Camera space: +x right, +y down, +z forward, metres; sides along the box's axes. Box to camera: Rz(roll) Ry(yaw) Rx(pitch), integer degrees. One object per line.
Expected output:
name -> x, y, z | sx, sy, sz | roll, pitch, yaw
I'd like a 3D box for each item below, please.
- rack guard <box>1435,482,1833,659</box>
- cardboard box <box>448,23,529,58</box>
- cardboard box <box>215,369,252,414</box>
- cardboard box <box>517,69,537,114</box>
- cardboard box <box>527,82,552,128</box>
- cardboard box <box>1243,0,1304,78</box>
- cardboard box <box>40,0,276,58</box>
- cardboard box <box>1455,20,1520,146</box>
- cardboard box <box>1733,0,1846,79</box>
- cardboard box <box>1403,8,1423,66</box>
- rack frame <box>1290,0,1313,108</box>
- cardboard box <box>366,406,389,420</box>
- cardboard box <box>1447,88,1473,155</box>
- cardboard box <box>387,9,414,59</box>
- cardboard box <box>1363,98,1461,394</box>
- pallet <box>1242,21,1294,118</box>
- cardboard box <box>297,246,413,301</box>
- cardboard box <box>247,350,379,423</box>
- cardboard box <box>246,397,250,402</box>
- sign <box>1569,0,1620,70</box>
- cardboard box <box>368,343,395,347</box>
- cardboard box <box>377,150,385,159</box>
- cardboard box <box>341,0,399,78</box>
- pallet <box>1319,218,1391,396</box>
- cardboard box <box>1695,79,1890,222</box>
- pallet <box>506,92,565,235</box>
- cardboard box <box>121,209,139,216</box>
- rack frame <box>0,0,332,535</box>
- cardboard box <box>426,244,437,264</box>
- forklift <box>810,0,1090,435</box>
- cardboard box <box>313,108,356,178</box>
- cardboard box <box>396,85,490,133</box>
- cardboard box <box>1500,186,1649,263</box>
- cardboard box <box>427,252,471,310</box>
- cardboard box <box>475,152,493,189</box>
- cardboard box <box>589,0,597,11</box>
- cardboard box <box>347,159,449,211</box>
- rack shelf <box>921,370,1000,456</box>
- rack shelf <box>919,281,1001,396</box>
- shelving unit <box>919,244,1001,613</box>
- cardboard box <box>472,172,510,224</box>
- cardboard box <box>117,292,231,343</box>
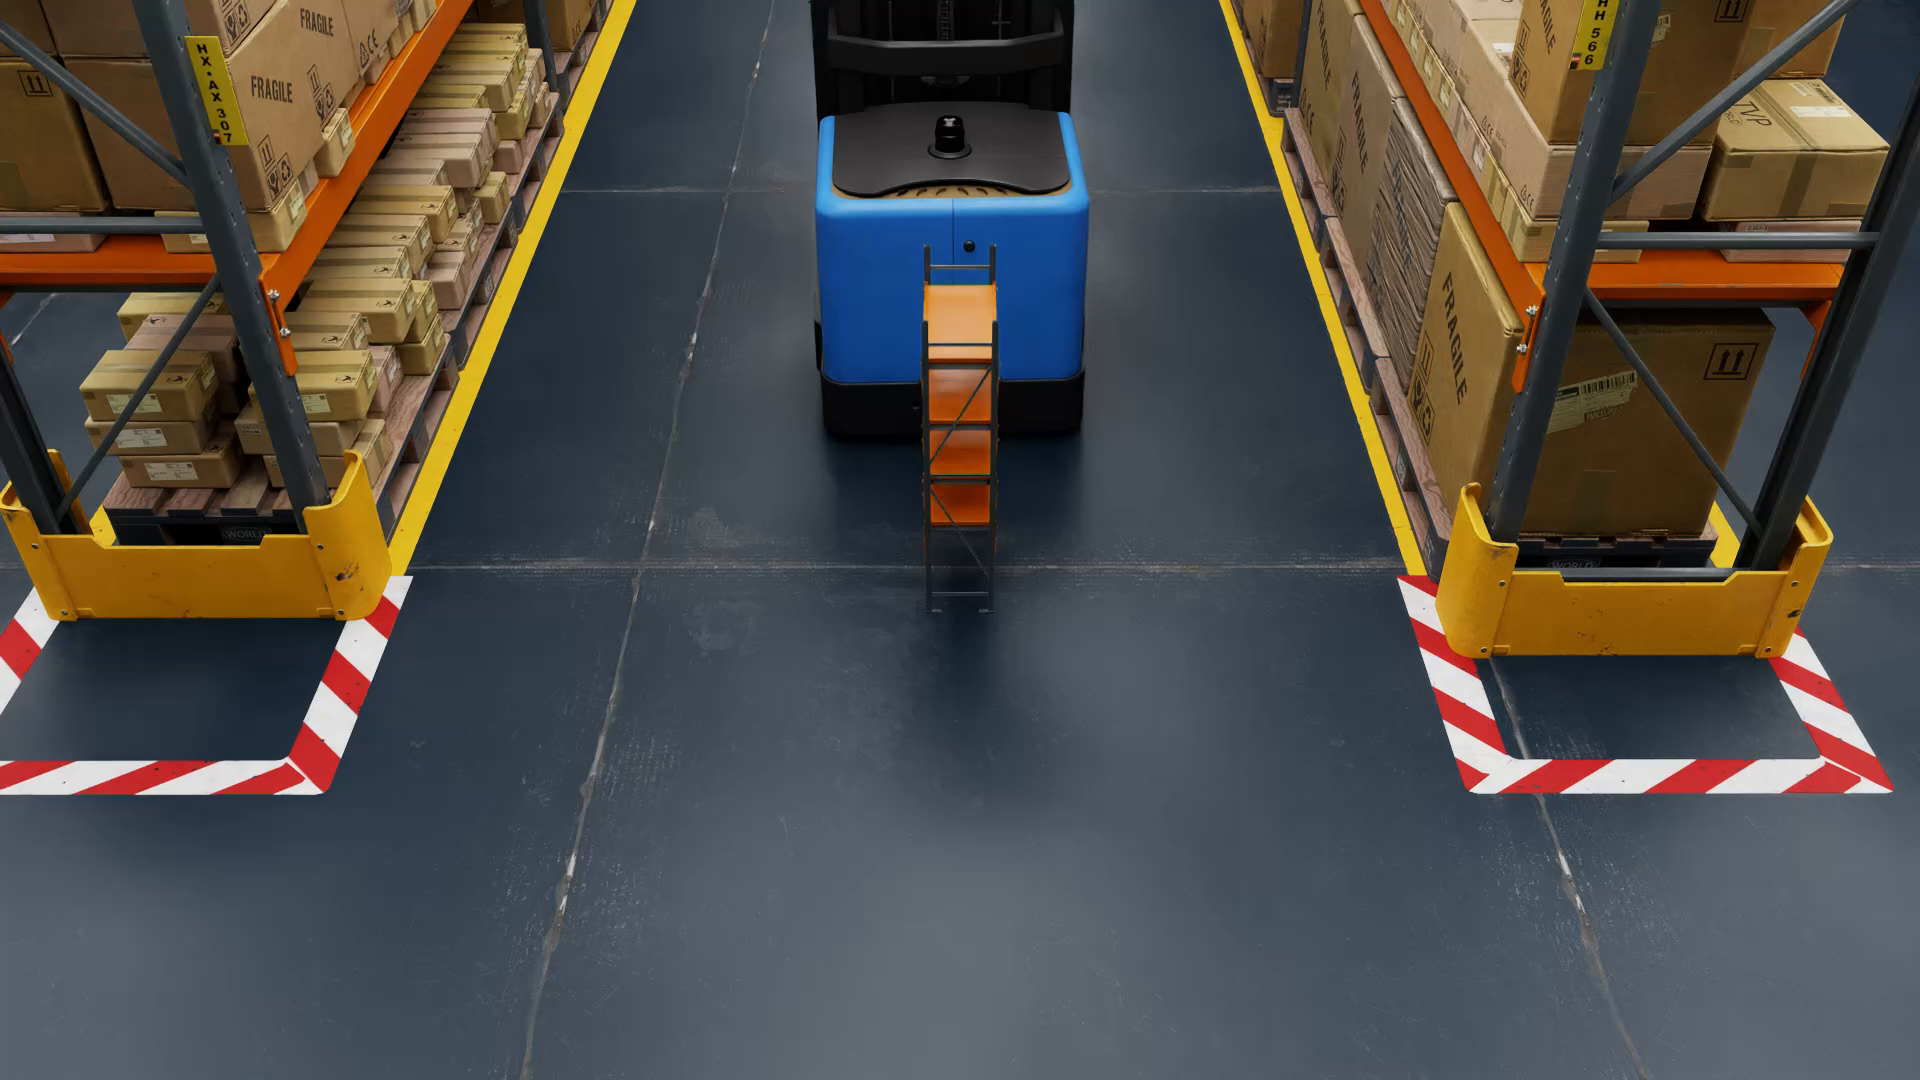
rack guard -> 2.288, 0.106, 5.718 | 1.175, 0.500, 0.348 | 0, 39, 0
cardboard box -> -2.416, -2.507, 8.448 | 0.380, 0.149, 0.250 | 1, 39, 1
cardboard box -> -2.905, -0.605, 6.313 | 0.380, 0.149, 0.250 | -1, 39, -1
cardboard box -> -2.346, -2.247, 8.362 | 0.380, 0.149, 0.250 | -2, 39, -2
cardboard box -> -2.336, -2.252, 8.606 | 0.380, 0.149, 0.250 | 0, 39, 1
cardboard box -> 2.263, -3.121, 9.109 | 1.225, 0.875, 0.875 | 0, 39, 0
cardboard box -> -2.407, -1.771, 4.943 | 0.500, 0.500, 0.500 | 0, 39, 0
cardboard box -> 2.022, -1.562, 5.683 | 0.500, 0.250, 0.500 | -1, 39, -1
cardboard box -> 2.557, -1.848, 5.440 | 0.500, 0.500, 0.500 | -1, 39, -1
cardboard box -> 1.957, -1.965, 6.504 | 0.380, 0.149, 0.250 | 1, 39, 1
rack frame -> 2.283, -3.386, 8.077 | 1.000, 3.000, 0.127 | 0, 39, 0
cardboard box -> -2.435, -0.487, 6.403 | 0.380, 0.149, 0.250 | 0, 39, 0
cardboard box -> 1.958, -1.486, 5.906 | 0.380, 0.149, 0.250 | 1, 39, 1
cardboard box -> -2.398, -2.025, 6.579 | 0.380, 0.149, 0.250 | 1, 39, 2
cardboard box -> 2.206, -1.189, 6.698 | 0.875, 0.875, 0.875 | 0, 39, 0
pallet -> 2.207, -2.781, 9.551 | 1.003, 0.211, 1.213 | 0, 39, 0
cardboard box -> -2.409, -1.041, 6.618 | 0.380, 0.149, 0.250 | -2, 39, -2
cardboard box -> -2.333, -0.556, 6.013 | 0.380, 0.149, 0.250 | -2, 39, -2
cardboard box -> -2.897, -0.651, 6.607 | 0.380, 0.149, 0.250 | 0, 39, 0
sign -> 1.745, -1.437, 4.530 | 0.100, 0.325, 0.005 | 0, 39, 0
cardboard box -> -2.449, -0.764, 6.511 | 0.380, 0.149, 0.250 | 0, 39, 1
cardboard box -> -2.896, -1.735, 7.723 | 0.380, 0.149, 0.250 | 2, 39, 2
cardboard box -> -2.411, -2.022, 6.056 | 0.500, 0.500, 0.500 | 0, 39, 1
pallet -> 2.210, -1.058, 7.401 | 1.003, 0.211, 1.213 | 0, 39, 0
cardboard box -> 2.557, -1.243, 5.284 | 0.500, 0.250, 0.500 | -1, 39, -1
pallet -> -2.641, -1.938, 8.499 | 1.003, 0.211, 1.213 | 0, 39, 0
cardboard box -> -2.918, -1.206, 5.557 | 0.380, 0.149, 0.250 | 0, 39, 0
rack frame -> -2.672, -0.944, 5.030 | 1.000, 3.000, 0.127 | 0, 39, 0
cardboard box -> -2.478, -1.260, 7.130 | 0.380, 0.149, 0.250 | 2, 39, 2
forklift -> -0.082, -2.464, 6.981 | 1.130, 2.935, 3.031 | -1, 39, -2
cardboard box -> -2.333, -1.377, 5.770 | 0.380, 0.149, 0.250 | -1, 39, -1
cardboard box -> -2.446, -2.029, 7.852 | 0.380, 0.149, 0.250 | 1, 39, 1
cardboard box -> 1.958, -1.009, 5.312 | 0.380, 0.149, 0.250 | 1, 39, 1
cardboard box -> -2.342, -1.118, 7.190 | 0.380, 0.149, 0.250 | -2, 39, -2
cardboard box -> -2.406, -1.764, 7.758 | 0.380, 0.149, 0.250 | 1, 39, 1
cardboard box -> -2.415, -3.427, 9.791 | 0.500, 0.500, 0.500 | 2, 39, 2
cardboard box -> -2.450, -1.536, 7.236 | 0.380, 0.149, 0.250 | 0, 39, 0
rack shelf -> 0.000, -0.487, 5.648 | 0.258, 0.148, 0.480 | 0, 39, 0
rack shelf -> 0.000, -0.671, 5.500 | 0.258, 0.148, 0.480 | 0, 39, 0
shelving unit -> 0.000, -0.365, 5.746 | 0.258, 1.200, 0.503 | 0, 39, 0
cardboard box -> -2.334, -1.605, 7.798 | 0.380, 0.149, 0.250 | 0, 39, 0
cardboard box -> -2.996, -0.878, 6.415 | 0.380, 0.149, 0.250 | -1, 39, -1
